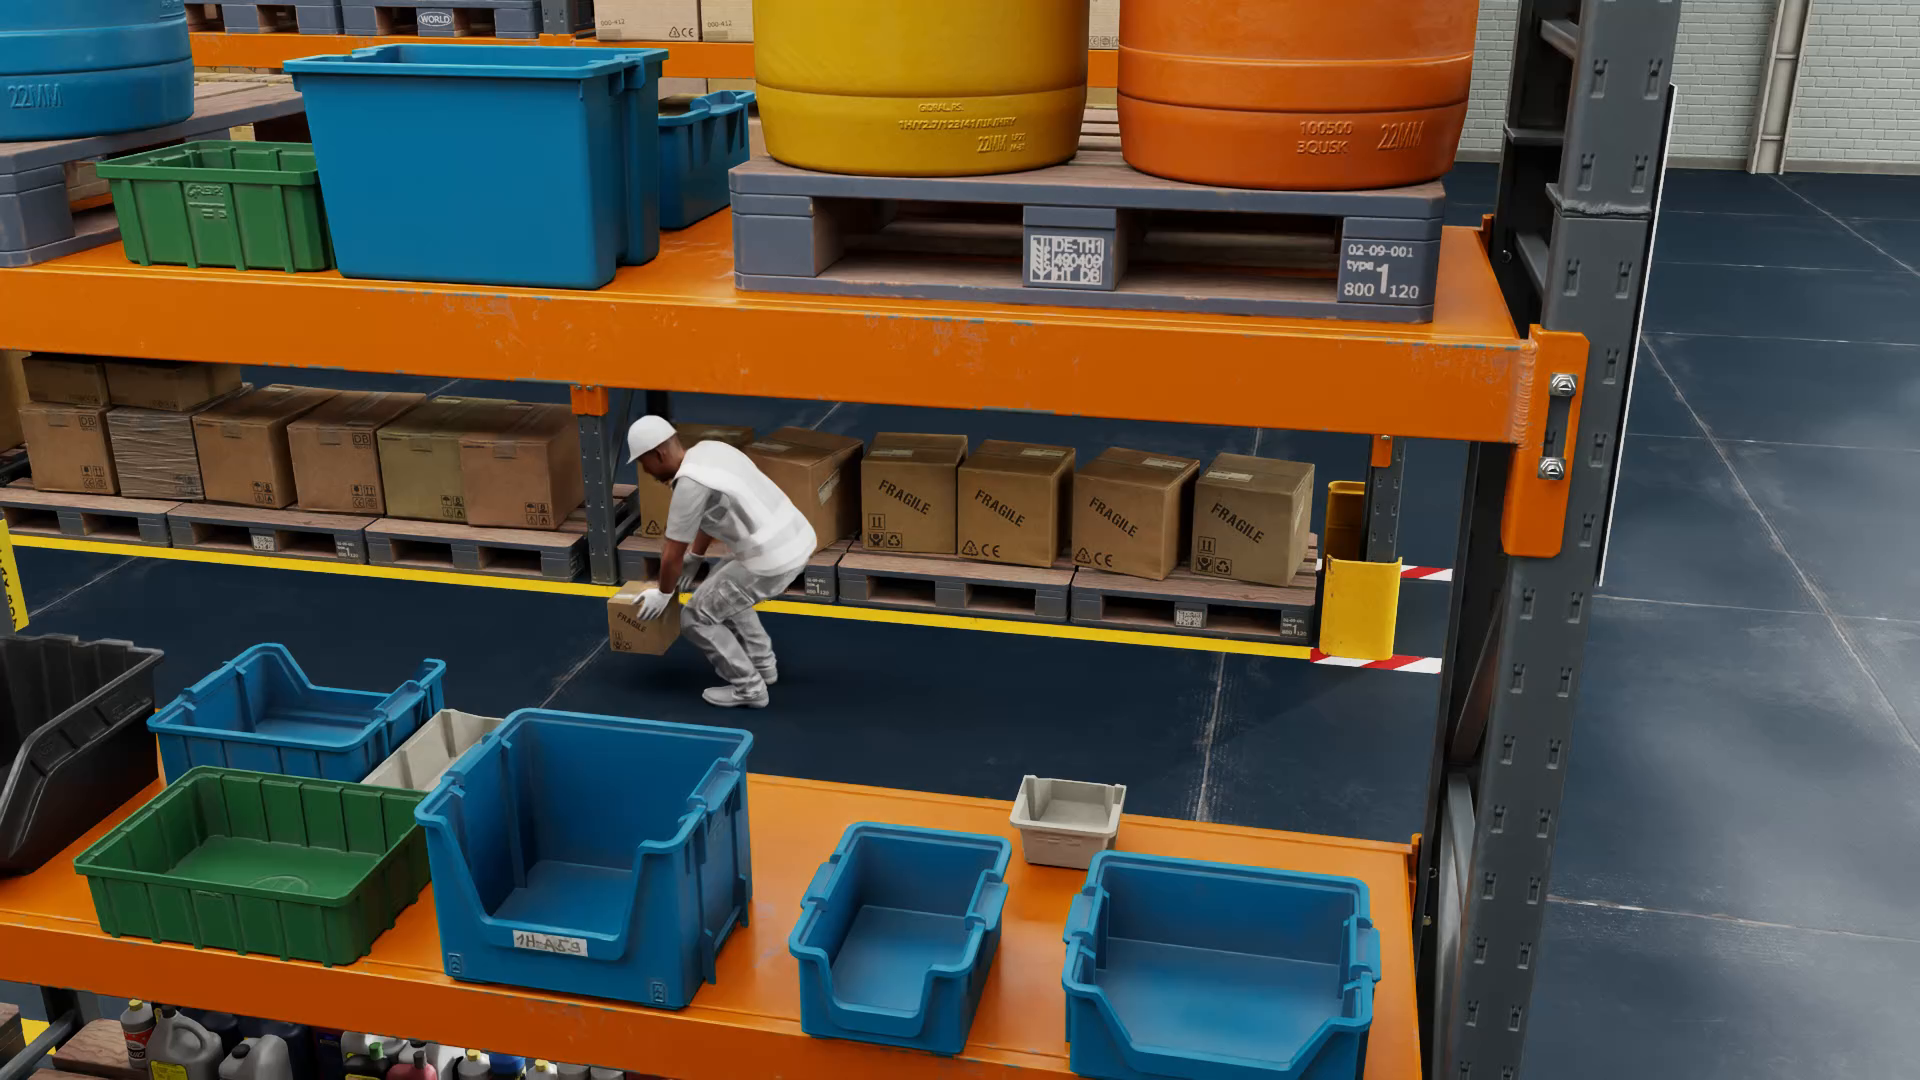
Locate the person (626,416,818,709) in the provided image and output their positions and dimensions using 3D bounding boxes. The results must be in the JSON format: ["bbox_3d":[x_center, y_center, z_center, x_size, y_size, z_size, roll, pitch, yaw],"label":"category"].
[{"bbox_3d":[-1.066,0.095,7.449,0.813,1.322,0.610,4,22,11],"label":"person"}]
